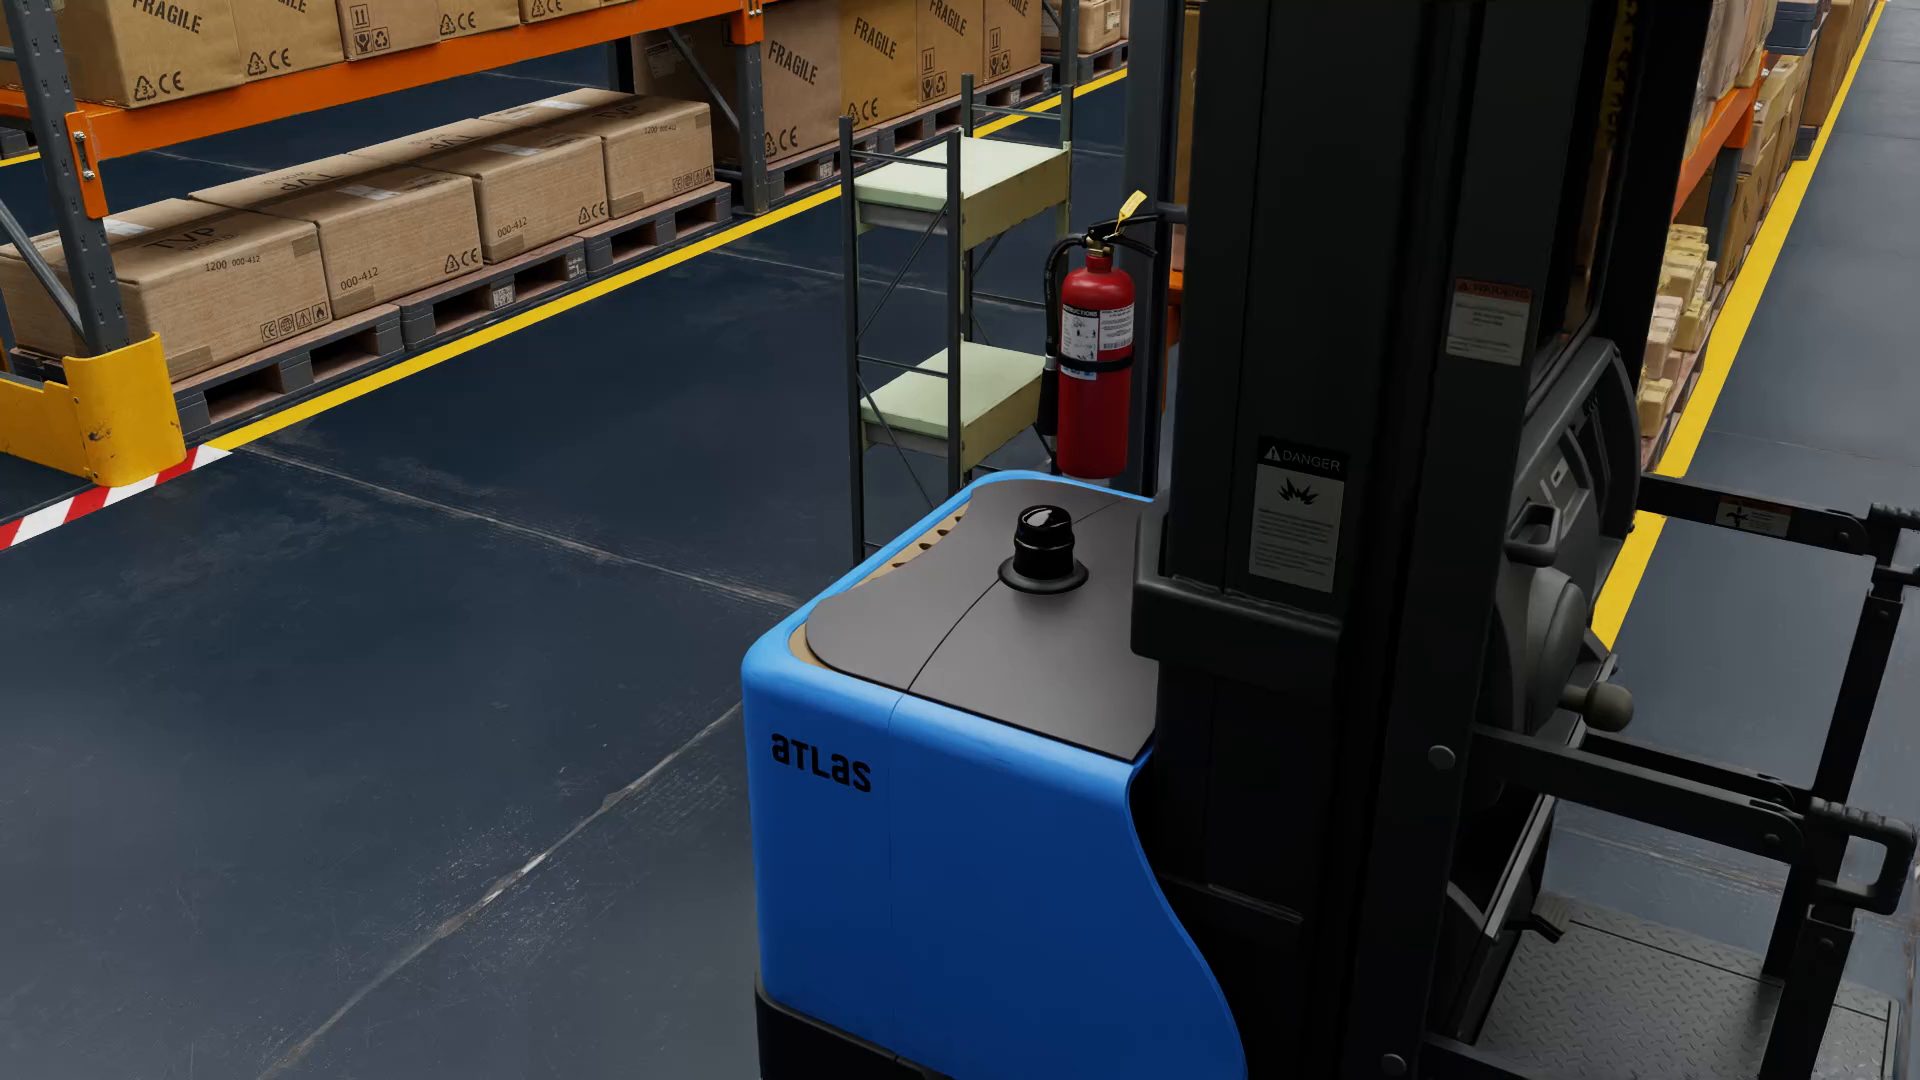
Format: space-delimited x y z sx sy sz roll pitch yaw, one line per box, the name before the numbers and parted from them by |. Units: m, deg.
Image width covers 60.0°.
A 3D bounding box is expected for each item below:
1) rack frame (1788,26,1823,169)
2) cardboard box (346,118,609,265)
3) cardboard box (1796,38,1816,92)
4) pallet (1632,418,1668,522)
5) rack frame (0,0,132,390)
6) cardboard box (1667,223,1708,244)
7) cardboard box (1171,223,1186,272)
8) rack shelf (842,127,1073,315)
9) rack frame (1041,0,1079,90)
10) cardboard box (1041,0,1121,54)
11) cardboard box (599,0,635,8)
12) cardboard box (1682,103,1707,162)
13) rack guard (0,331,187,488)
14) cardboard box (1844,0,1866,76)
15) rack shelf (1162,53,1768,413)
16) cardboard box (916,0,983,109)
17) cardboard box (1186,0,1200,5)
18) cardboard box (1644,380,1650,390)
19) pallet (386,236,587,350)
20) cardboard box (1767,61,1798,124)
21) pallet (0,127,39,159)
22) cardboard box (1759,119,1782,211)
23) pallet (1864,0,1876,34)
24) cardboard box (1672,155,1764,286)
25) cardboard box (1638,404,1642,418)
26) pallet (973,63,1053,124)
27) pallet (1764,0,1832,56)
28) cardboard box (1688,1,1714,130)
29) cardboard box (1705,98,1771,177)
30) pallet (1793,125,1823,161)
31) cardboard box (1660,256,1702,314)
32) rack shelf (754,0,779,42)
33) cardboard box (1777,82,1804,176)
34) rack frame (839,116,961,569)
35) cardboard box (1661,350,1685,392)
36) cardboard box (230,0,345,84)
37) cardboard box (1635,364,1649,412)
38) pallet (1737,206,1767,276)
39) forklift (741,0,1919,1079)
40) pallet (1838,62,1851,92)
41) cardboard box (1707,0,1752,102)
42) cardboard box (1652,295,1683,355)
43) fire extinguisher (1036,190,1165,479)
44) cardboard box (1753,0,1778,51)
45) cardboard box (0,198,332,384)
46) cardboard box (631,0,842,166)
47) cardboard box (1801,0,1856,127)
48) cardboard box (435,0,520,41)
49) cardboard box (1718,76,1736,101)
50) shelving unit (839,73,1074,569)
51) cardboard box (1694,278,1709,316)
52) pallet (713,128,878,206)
rack frame | 4.778 -3.795 9.980 1.000 3.000 0.127 14 30 26
cardboard box | -2.391 -1.759 8.306 0.875 0.438 0.875 13 29 25
cardboard box | 4.431 -2.677 9.232 0.500 0.250 0.500 15 30 27
pallet | 1.911 -0.242 5.998 1.003 0.211 1.213 14 30 26
rack frame | -3.517 -1.728 5.851 1.000 3.000 0.127 14 30 26
cardboard box | 2.862 -1.219 6.886 0.380 0.149 0.250 15 30 28
cardboard box | 0.757 -0.754 4.186 0.380 0.149 0.250 14 30 26
rack shelf | 0.003 -1.022 5.245 0.431 0.370 0.720 14 30 26
rack frame | 0.419 -4.846 12.079 1.000 3.000 0.127 14 30 26
cardboard box | 0.705 -4.076 13.009 0.950 0.372 0.625 12 29 23
cardboard box | -1.803 -2.893 8.066 0.500 0.500 0.500 13 30 25
cardboard box | 2.167 -1.336 5.348 0.380 0.149 0.250 15 30 27
rack guard | -3.529 -0.601 6.392 1.175 0.500 0.348 14 30 26
cardboard box | 6.041 -3.899 12.232 1.050 0.750 0.750 14 30 26
rack shelf | 1.826 -1.135 5.470 1.077 0.370 4.000 14 30 26
cardboard box | -0.436 -3.486 11.267 0.875 0.875 0.875 15 30 27
cardboard box | 0.851 -1.535 3.905 0.500 0.500 0.500 14 30 25
cardboard box | 2.376 -0.693 6.167 0.380 0.149 0.250 15 30 27
pallet | -2.591 -1.283 8.078 1.003 0.211 1.213 14 30 26
cardboard box | 3.918 -2.277 8.434 0.500 0.250 0.500 15 30 28
pallet | -6.211 -2.864 11.236 1.003 0.211 1.213 14 30 26
cardboard box | 3.909 -1.949 8.617 0.500 0.500 0.500 15 30 27
pallet | 7.787 -4.863 15.230 1.003 0.211 1.213 14 30 26
cardboard box | 3.405 -1.536 7.790 0.500 0.500 0.500 15 30 28
cardboard box | 2.218 -0.431 5.976 0.380 0.149 0.250 15 30 27
pallet | -0.035 -3.308 12.123 1.003 0.211 1.213 14 30 26
pallet | 3.313 -2.416 7.440 1.003 0.211 1.213 14 30 26
cardboard box | 1.797 -1.371 4.695 0.500 0.500 0.500 15 30 27
cardboard box | 3.404 -1.871 7.623 0.500 0.250 0.500 13 29 24
pallet | 5.231 -2.839 11.185 1.003 0.211 1.213 14 30 26
cardboard box | 2.654 -1.012 6.472 0.380 0.149 0.250 14 30 26
rack shelf | -0.565 -3.745 10.683 1.077 0.370 4.000 14 30 26
cardboard box | 4.423 -2.349 9.416 0.500 0.500 0.500 16 31 28
rack frame | -0.177 -0.531 5.135 0.400 1.500 0.023 14 30 26
cardboard box | 2.639 -0.721 6.555 0.380 0.149 0.250 13 29 24
cardboard box | -2.806 -2.100 6.482 0.500 0.500 0.500 14 30 25
cardboard box | 2.026 -0.503 5.455 0.380 0.149 0.250 15 30 27
pallet | 3.791 -1.770 9.051 1.003 0.211 1.213 14 30 26
forklift | 1.124 -0.008 2.492 3.031 2.935 1.130 15 30 27
pallet | 6.432 -3.790 13.085 1.003 0.211 1.213 14 30 26
cardboard box | 2.316 -1.767 5.486 0.500 0.500 0.500 14 30 26
cardboard box | 2.406 -0.802 6.053 0.380 0.149 0.250 13 29 24
fire extinguisher | 0.317 -0.479 3.860 0.296 0.674 0.183 14 30 26
cardboard box | 2.818 -2.163 6.276 0.500 0.500 0.500 14 30 26
cardboard box | -3.279 -1.049 6.888 0.875 0.438 0.875 13 29 24
cardboard box | -1.314 -2.784 9.864 0.875 0.875 0.875 15 30 28
cardboard box | 5.156 -3.194 10.824 1.050 0.750 0.750 14 30 25
cardboard box | -2.309 -2.493 7.267 0.500 0.500 0.500 15 30 28
cardboard box | 2.658 -1.746 6.167 0.380 0.149 0.250 15 30 28
shelving unit | 0.003 -0.673 5.419 0.431 1.500 0.755 14 30 26
cardboard box | 2.810 -0.981 6.742 0.380 0.149 0.250 13 29 24
pallet | -1.235 -2.357 10.223 1.003 0.211 1.213 14 30 26
